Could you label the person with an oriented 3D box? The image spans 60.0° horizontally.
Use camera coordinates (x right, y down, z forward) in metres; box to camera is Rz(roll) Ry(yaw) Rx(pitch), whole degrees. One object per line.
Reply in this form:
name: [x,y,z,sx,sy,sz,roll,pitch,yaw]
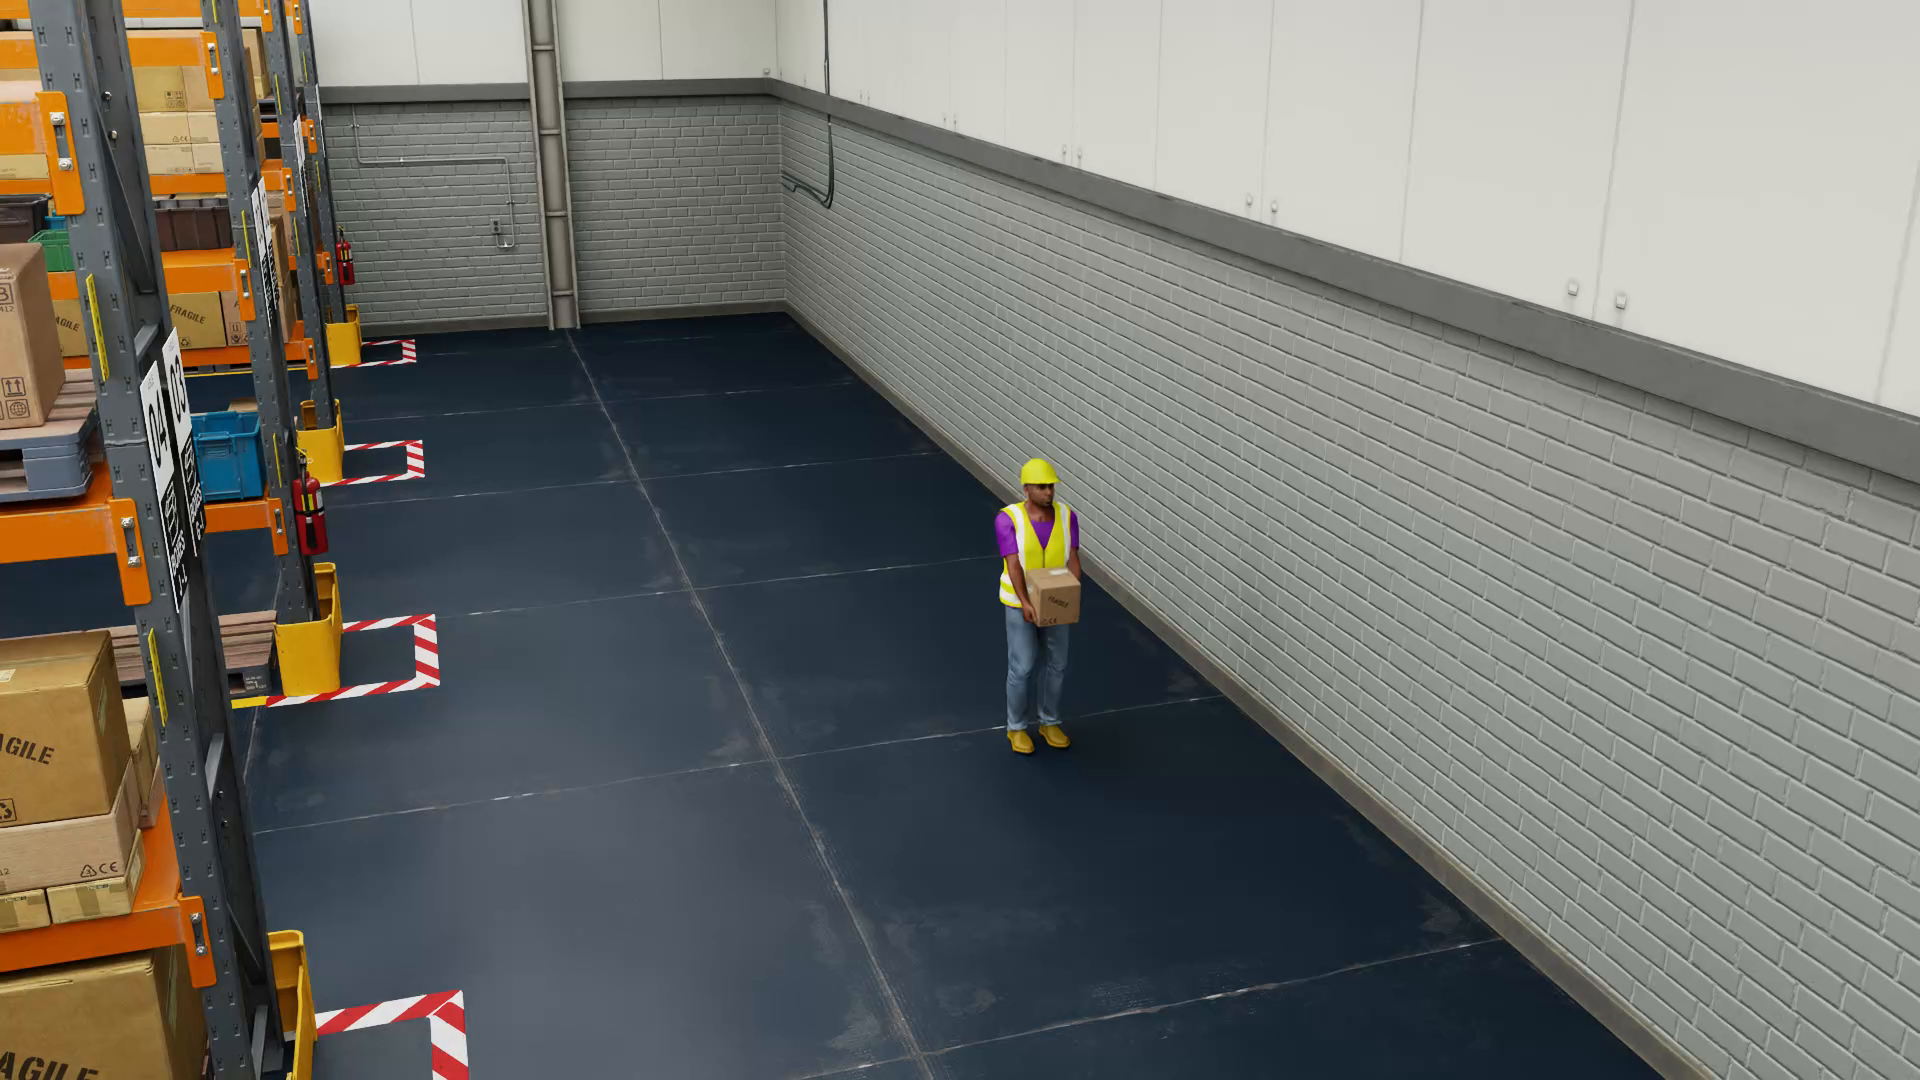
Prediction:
person: [0.495,0.407,9.862,0.504,1.760,0.569,-6,20,-16]
